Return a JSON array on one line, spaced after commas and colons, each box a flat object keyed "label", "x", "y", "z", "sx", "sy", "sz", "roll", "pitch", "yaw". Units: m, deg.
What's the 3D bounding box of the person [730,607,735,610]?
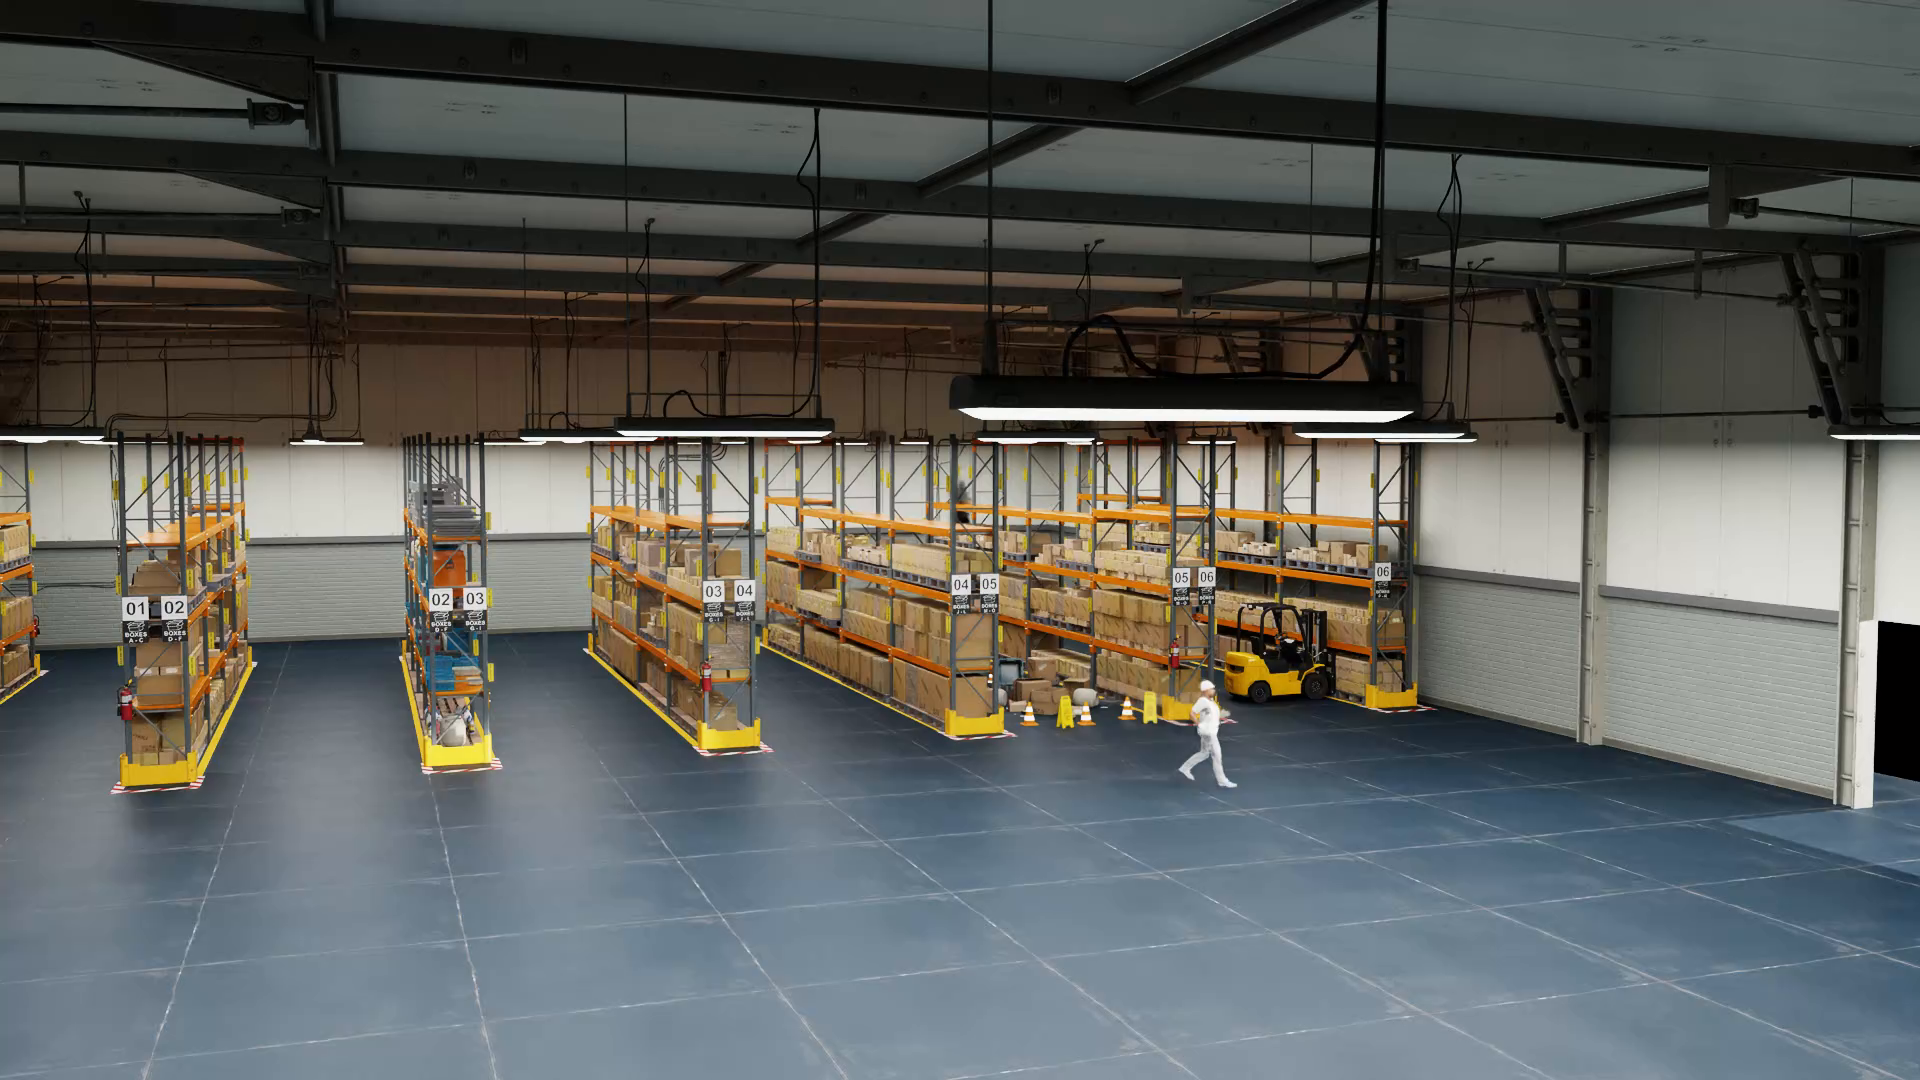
[{"label": "person", "x": -6.883, "y": 2.198, "z": 48.488, "sx": 0.870, "sy": 1.663, "sz": 0.704, "roll": 1, "pitch": 3, "yaw": 16}]

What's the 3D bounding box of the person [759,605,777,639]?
[{"label": "person", "x": -5.603, "y": 2.144, "z": 49.491, "sx": 0.887, "sy": 1.679, "sz": 0.635, "roll": -1, "pitch": 3, "yaw": -22}]

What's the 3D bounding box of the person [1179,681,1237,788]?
[{"label": "person", "x": 4.176, "y": 3.250, "z": 28.011, "sx": 1.002, "sy": 1.765, "sz": 0.687, "roll": 1, "pitch": 3, "yaw": 17}]

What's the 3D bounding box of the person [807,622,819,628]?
[{"label": "person", "x": -4.671, "y": 2.049, "z": 49.624, "sx": 0.850, "sy": 1.774, "sz": 0.659, "roll": -1, "pitch": 3, "yaw": -23}]
